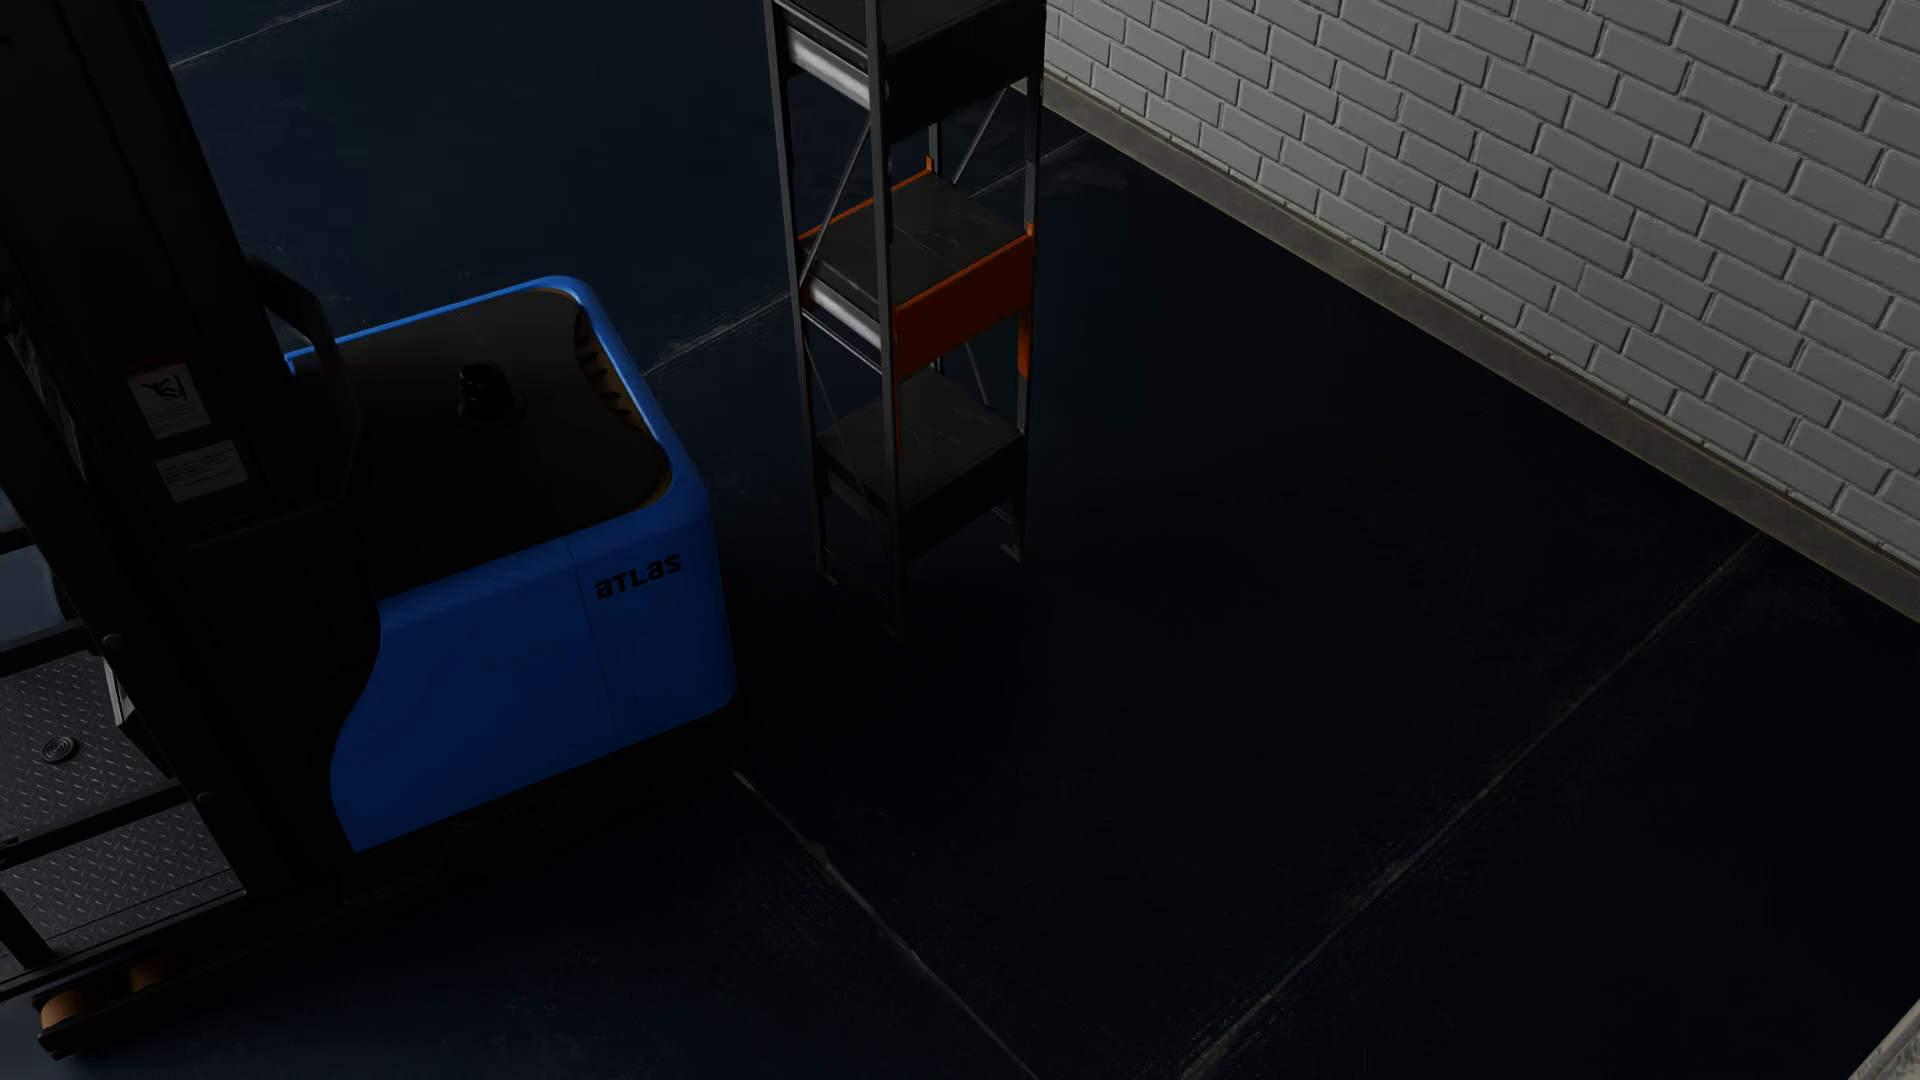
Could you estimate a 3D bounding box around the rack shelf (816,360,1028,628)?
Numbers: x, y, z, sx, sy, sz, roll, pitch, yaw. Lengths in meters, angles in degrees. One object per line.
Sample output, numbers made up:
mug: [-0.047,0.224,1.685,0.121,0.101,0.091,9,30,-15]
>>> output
rack shelf: [-0.122,-0.146,4.927,0.480,0.518,0.431,-34,56,-27]

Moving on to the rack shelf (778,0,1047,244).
rack shelf: [-0.122,-1.096,3.898,0.480,0.518,0.431,-34,56,-27]

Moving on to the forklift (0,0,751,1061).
forklift: [-2.132,-0.188,3.429,3.031,2.935,1.130,-21,51,-18]

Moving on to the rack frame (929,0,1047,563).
rack frame: [0.058,-0.751,4.514,0.015,2.100,0.400,-34,56,-27]

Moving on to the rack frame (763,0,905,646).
rack frame: [-0.303,-0.510,4.291,0.015,2.100,0.400,-34,56,-27]

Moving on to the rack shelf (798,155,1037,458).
rack shelf: [-0.122,-0.621,4.413,0.480,0.518,0.431,-34,56,-27]

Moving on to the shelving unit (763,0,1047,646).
shelving unit: [-0.122,-0.630,4.403,0.503,2.100,0.431,-34,56,-27]
